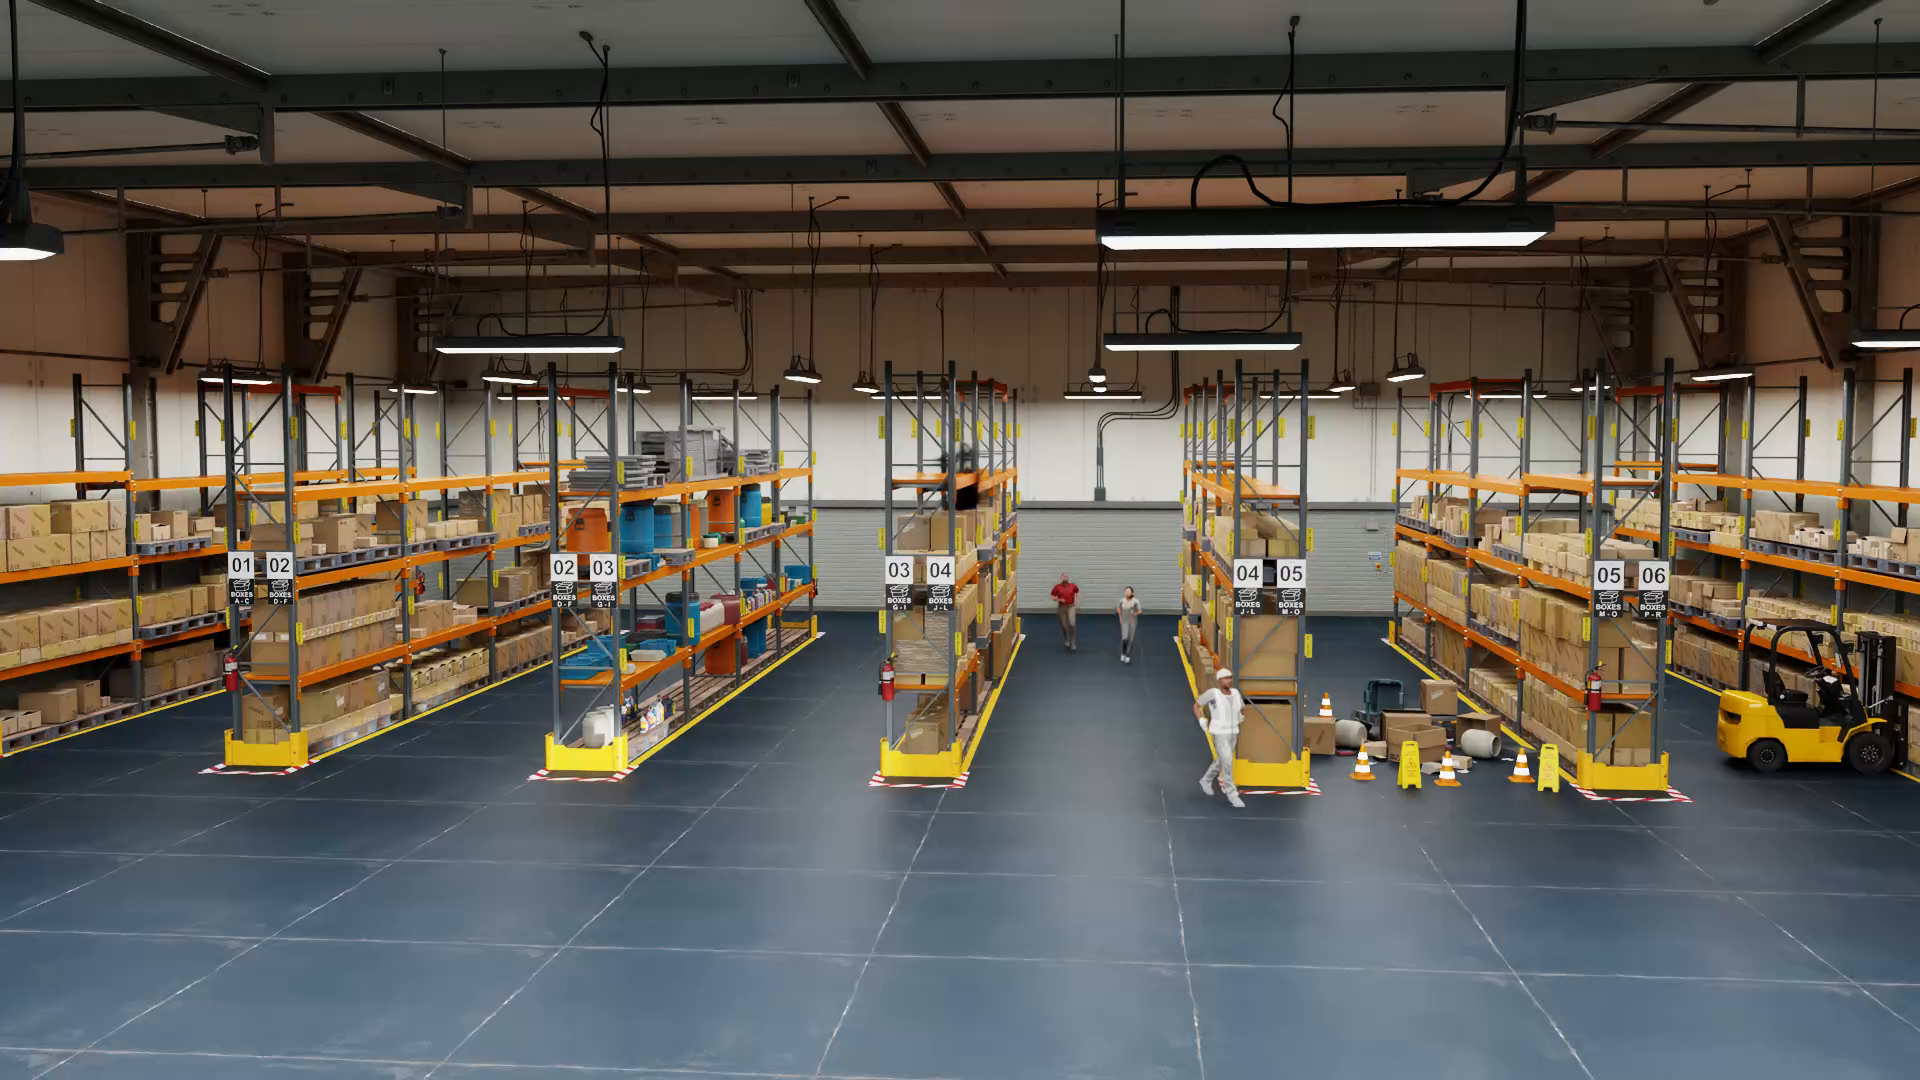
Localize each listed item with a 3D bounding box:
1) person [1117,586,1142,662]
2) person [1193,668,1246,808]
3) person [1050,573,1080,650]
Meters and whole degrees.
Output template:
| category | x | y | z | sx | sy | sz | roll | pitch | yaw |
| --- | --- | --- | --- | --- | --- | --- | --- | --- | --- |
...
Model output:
| category | x | y | z | sx | sy | sz | roll | pitch | yaw |
| --- | --- | --- | --- | --- | --- | --- | --- | --- | --- |
| person | 3.642 | 1.817 | 35.825 | 0.544 | 1.637 | 0.624 | 1 | 4 | 10 |
| person | 3.581 | 2.629 | 22.415 | 0.751 | 1.789 | 0.930 | -3 | 5 | -36 |
| person | 2.415 | 1.655 | 38.189 | 0.685 | 1.811 | 0.665 | 0 | 4 | 2 |
